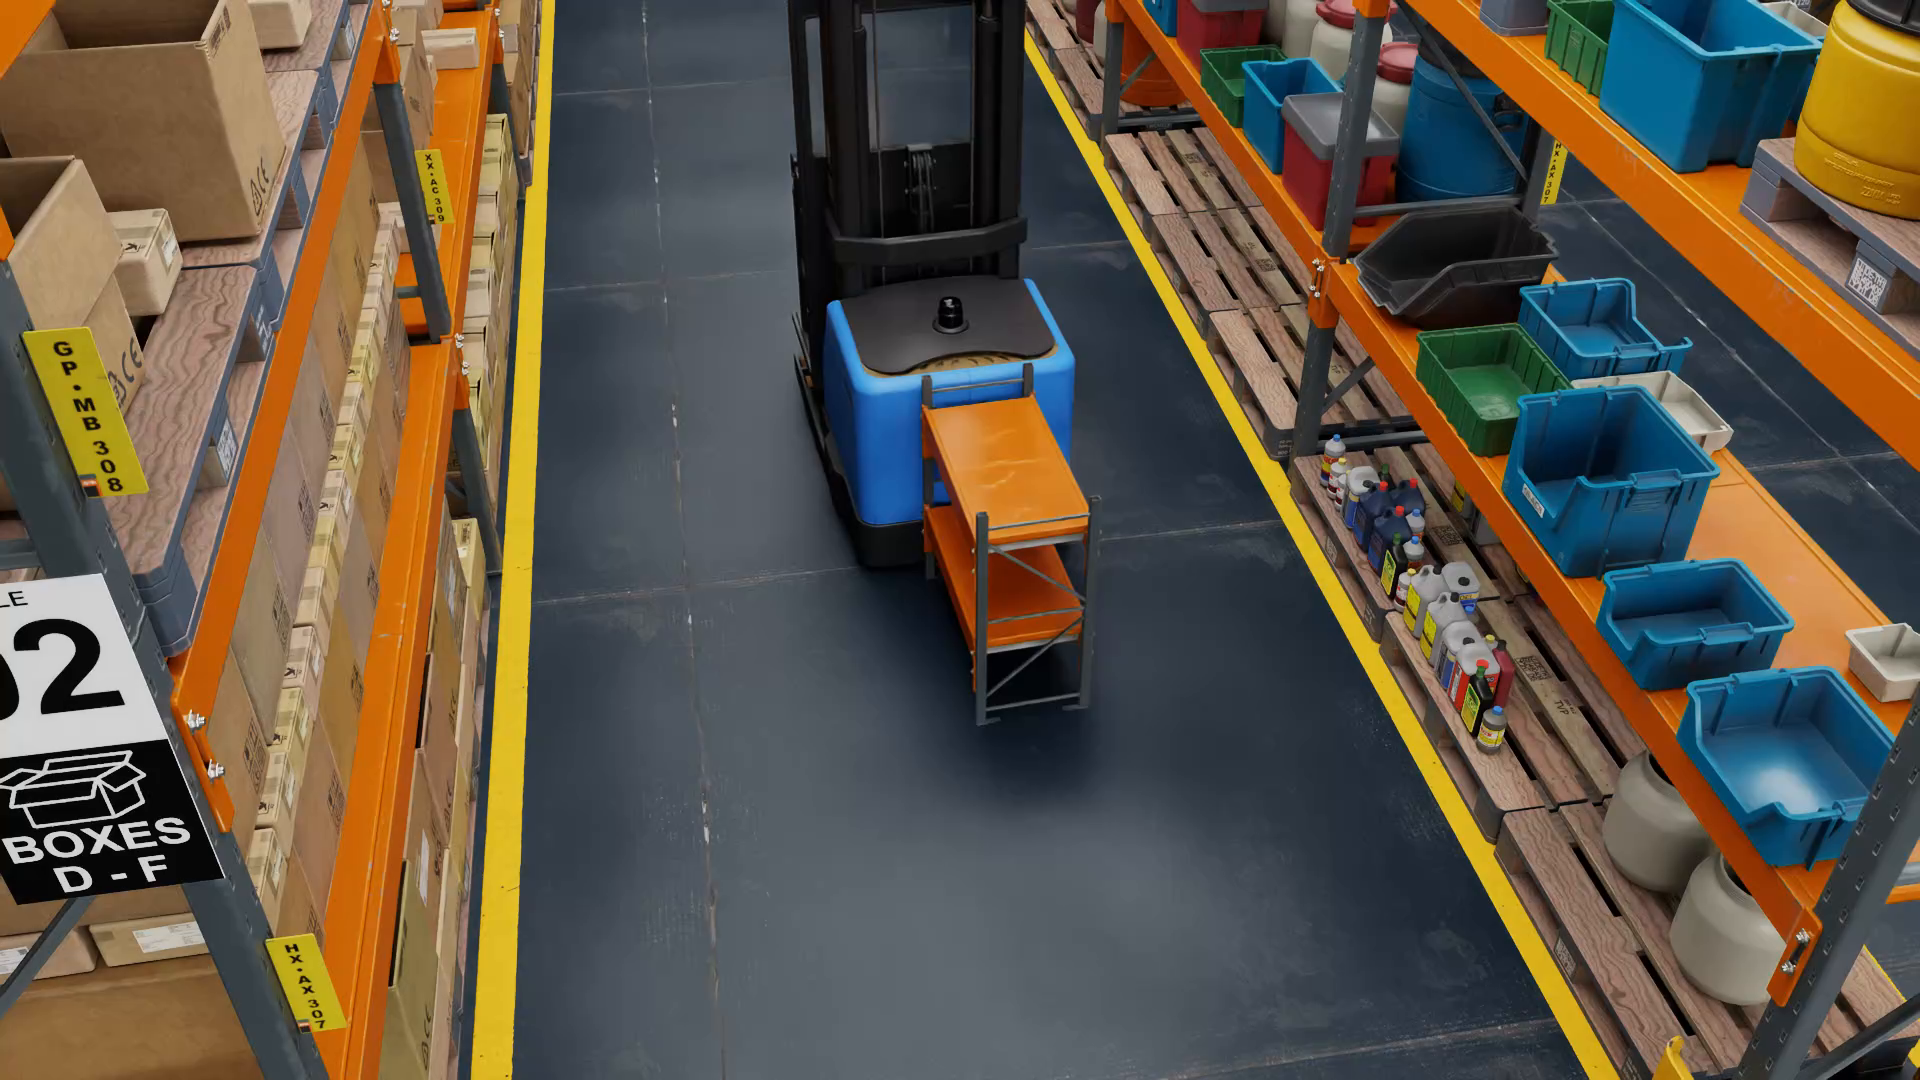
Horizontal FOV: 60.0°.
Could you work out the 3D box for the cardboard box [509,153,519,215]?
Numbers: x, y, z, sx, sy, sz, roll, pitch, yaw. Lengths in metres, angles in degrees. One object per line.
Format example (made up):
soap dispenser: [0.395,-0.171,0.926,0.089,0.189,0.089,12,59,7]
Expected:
cardboard box: [-3.058,-2.210,10.448,0.500,0.250,0.500,-5,38,-7]

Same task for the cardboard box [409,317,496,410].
cardboard box: [-2.599,-0.886,8.287,0.500,0.311,0.500,-7,38,-8]

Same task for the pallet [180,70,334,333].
pallet: [-2.304,-0.907,4.499,1.003,0.211,1.213,-6,38,-8]

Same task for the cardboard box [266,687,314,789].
cardboard box: [-1.936,0.545,4.393,0.380,0.149,0.250,-6,38,-8]

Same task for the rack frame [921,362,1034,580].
rack frame: [0.078,-0.296,7.614,0.500,1.125,0.032,-8,39,-10]

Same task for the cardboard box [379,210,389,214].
cardboard box: [-2.819,-1.238,7.421,0.500,0.250,0.500,-4,38,-5]

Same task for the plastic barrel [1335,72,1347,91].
plastic barrel: [2.107,-2.297,8.774,0.301,0.262,0.301,0,38,0]

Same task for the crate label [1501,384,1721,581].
crate label: [2.300,-0.216,5.954,0.502,0.435,0.616,-6,38,-8]

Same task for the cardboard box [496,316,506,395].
cardboard box: [-2.698,-0.977,8.861,0.500,0.250,0.500,-7,38,-9]

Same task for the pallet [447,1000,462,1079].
pallet: [-2.164,2.055,5.333,1.003,0.211,1.213,-6,38,-8]

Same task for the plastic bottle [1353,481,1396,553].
plastic bottle: [1.921,-0.131,7.674,0.144,0.351,0.185,-5,38,-7]

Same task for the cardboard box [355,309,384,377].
cardboard box: [-2.294,-0.694,5.987,0.380,0.149,0.250,-6,38,-8]

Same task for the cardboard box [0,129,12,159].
cardboard box: [-2.547,-0.963,4.115,0.500,0.311,0.500,-2,38,-3]

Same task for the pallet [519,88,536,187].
pallet: [-3.484,-2.775,11.550,1.003,0.211,1.213,-6,38,-8]

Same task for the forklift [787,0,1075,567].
forklift: [-0.297,-1.937,8.254,1.130,2.935,3.031,-8,39,-10]

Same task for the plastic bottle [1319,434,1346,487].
plastic bottle: [1.812,-0.392,8.075,0.097,0.271,0.097,0,38,0]

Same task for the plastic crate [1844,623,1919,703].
plastic crate: [3.049,0.409,5.393,0.298,0.136,0.250,-6,38,-8]

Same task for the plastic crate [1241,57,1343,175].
plastic crate: [1.688,-2.162,8.501,0.392,0.384,0.575,-6,38,-8]

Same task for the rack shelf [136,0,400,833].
rack shelf: [-2.339,-0.698,4.744,1.077,0.370,4.000,-6,38,-8]

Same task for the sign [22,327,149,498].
sign: [-1.441,-0.206,2.748,0.100,0.325,0.005,-6,38,-8]

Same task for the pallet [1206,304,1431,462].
pallet: [2.012,-0.905,9.142,1.003,0.211,1.213,-6,38,-8]

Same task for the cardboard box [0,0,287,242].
cardboard box: [-2.010,-1.067,4.095,0.500,0.500,0.500,-6,38,-8]

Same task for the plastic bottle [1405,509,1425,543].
plastic bottle: [2.065,-0.025,7.603,0.097,0.271,0.097,0,38,0]

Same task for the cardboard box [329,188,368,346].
cardboard box: [-2.516,-0.984,5.833,0.700,0.500,0.500,-6,38,-8]

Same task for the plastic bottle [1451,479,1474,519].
plastic bottle: [2.442,-0.290,7.878,0.144,0.351,0.185,-6,38,-8]

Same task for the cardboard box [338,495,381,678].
cardboard box: [-2.332,0.153,5.426,0.700,0.500,0.500,-5,38,-7]

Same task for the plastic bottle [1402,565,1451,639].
plastic bottle: [2.028,0.240,7.197,0.144,0.351,0.185,-7,38,-8]

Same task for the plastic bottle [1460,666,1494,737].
plastic bottle: [2.097,0.649,6.726,0.061,0.283,0.133,-5,38,-7]

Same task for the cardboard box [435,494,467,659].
cardboard box: [-2.317,0.179,6.763,0.500,0.500,0.500,-6,38,-8]

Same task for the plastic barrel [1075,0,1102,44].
plastic barrel: [1.186,-4.141,12.658,0.600,0.588,0.708,-6,38,-8]

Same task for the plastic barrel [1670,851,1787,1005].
plastic barrel: [2.698,1.308,5.707,0.421,0.512,0.421,0,38,0]

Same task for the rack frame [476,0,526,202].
rack frame: [-3.391,-3.421,10.108,1.000,3.000,0.127,-6,38,-8]

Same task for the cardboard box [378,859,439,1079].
cardboard box: [-1.953,1.385,5.210,0.500,0.500,0.500,-6,38,-8]

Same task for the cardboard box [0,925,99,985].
cardboard box: [-2.243,0.905,3.930,0.380,0.149,0.250,-7,38,-9]

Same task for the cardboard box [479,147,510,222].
cardboard box: [-2.959,-2.119,9.875,0.500,0.311,0.500,-7,38,-9]

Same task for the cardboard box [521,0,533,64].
cardboard box: [-3.466,-3.847,12.336,0.500,0.500,0.500,-7,38,-9]

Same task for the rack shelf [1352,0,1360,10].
rack shelf: [1.837,-3.644,8.537,1.077,0.370,4.000,-6,38,-8]

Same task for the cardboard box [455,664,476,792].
cardboard box: [-2.213,0.775,6.606,0.500,0.250,0.500,-6,38,-8]

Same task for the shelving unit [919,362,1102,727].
shelving unit: [0.194,0.007,7.224,0.538,1.125,1.048,-8,39,-10]

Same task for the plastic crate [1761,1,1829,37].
plastic crate: [2.867,-1.690,5.650,0.243,0.136,0.396,-6,38,-8]

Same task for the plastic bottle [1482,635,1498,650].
plastic bottle: [2.213,0.486,7.002,0.097,0.201,0.097,0,38,0]

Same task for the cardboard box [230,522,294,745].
cardboard box: [-2.164,0.227,4.274,0.700,0.500,0.500,-7,38,-9]

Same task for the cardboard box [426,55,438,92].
cardboard box: [-3.112,-2.558,9.202,0.380,0.149,0.250,-4,38,-5]

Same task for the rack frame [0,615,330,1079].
rack frame: [-1.988,1.411,3.889,1.000,3.000,0.127,-6,38,-8]

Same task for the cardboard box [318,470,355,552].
cardboard box: [-2.114,-0.073,5.189,0.380,0.149,0.250,-6,38,-8]

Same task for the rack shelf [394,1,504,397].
rack shelf: [-3.040,-1.929,8.774,1.077,0.370,4.000,-6,38,-8]

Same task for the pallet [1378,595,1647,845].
pallet: [2.482,0.714,7.059,1.003,0.211,1.213,-6,38,-8]
